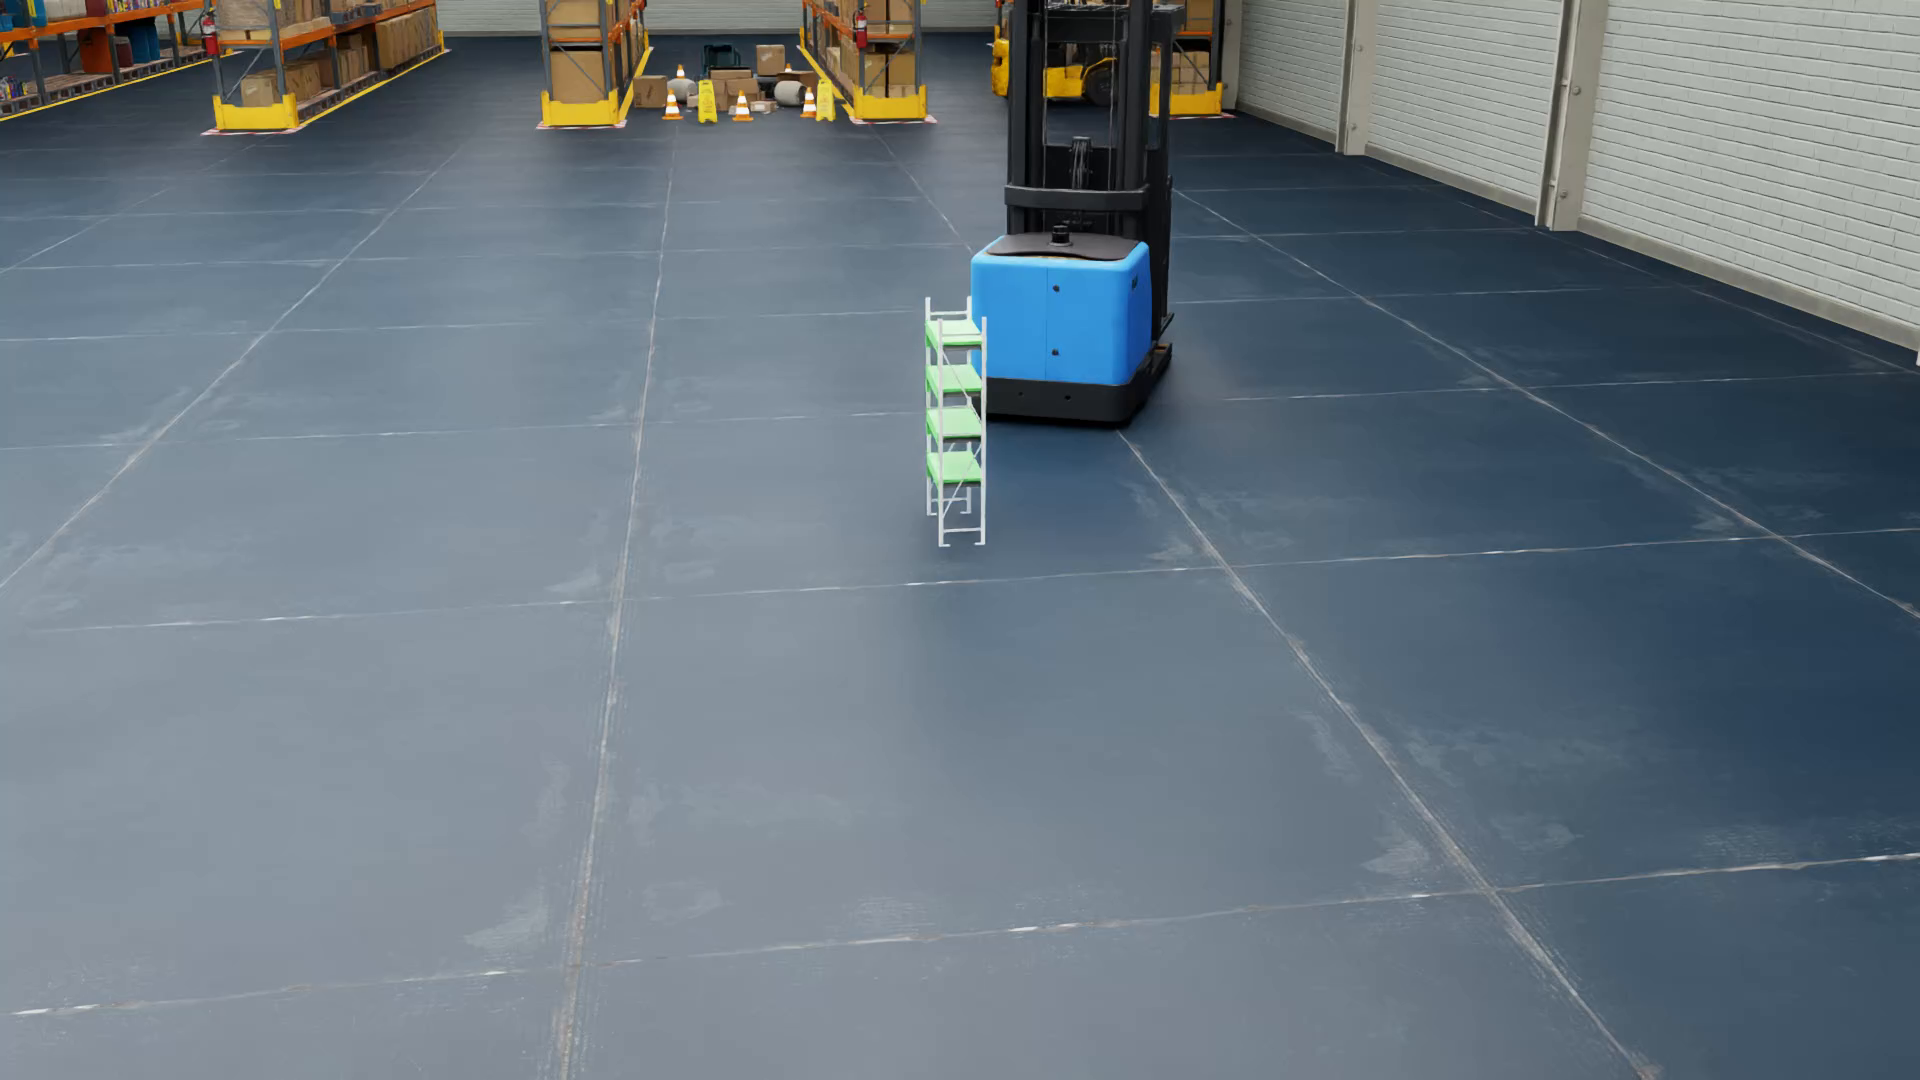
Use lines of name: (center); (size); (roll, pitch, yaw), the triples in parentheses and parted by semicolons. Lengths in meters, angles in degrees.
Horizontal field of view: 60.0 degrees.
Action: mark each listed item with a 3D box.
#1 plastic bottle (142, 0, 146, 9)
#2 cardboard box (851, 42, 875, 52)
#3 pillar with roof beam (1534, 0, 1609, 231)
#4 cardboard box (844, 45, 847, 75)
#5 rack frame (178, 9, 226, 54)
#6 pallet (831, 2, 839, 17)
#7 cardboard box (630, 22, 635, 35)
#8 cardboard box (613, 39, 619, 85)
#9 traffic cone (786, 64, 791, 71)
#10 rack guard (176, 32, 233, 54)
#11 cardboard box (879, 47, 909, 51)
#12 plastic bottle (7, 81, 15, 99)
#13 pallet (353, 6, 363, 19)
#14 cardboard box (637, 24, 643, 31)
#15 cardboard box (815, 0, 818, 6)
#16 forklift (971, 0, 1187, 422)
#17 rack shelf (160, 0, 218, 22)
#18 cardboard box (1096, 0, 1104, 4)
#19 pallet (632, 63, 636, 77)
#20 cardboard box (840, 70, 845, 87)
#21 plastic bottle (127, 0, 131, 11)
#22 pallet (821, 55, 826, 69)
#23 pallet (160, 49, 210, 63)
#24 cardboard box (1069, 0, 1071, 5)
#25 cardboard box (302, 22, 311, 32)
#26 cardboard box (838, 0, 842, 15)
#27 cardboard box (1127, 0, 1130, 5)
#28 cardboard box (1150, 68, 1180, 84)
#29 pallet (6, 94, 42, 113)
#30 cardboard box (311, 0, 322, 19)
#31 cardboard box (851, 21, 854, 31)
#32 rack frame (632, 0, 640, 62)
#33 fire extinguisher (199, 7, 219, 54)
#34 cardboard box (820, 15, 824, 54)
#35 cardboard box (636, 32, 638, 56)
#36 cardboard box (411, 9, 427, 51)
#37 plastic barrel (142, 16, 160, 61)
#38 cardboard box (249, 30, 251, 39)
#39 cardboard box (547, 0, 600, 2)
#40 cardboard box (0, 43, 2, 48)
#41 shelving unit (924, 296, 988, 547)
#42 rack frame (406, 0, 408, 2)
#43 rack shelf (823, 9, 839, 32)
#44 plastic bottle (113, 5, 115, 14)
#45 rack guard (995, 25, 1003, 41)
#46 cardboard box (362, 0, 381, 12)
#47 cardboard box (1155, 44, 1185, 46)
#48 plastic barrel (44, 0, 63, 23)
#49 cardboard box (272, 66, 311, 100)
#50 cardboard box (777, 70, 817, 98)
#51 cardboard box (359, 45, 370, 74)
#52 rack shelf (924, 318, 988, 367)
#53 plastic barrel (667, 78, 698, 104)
plastic bottle: (-17.051, -11.201, 34.597); (0.152, 0.276, 0.135); (-3, 21, -8)
cardboard box: (-1.627, -8.274, 27.913); (0.380, 0.149, 0.250); (-2, 21, -6)
pillar with roof beam: (2.038, -7.299, 15.397); (9.100, 9.000, 0.400); (-3, 21, -8)
cardboard box: (-1.804, -8.564, 29.617); (0.500, 0.500, 0.500); (-2, 21, -6)
rack frame: (-18.149, -13.112, 39.536); (1.000, 3.000, 0.127); (-3, 21, -8)
pallet: (-1.962, -10.319, 32.331); (1.003, 0.211, 1.213); (-3, 21, -8)
cardboard box: (-7.239, -10.963, 35.683); (0.500, 0.250, 0.500); (-4, 21, -10)
cardboard box: (-6.773, -8.776, 30.540); (1.050, 0.750, 0.750); (-3, 21, -8)
traffic cone: (-3.275, -8.877, 31.823); (0.336, 0.463, 0.334); (-3, 21, -8)
rack guard: (-18.165, -11.949, 39.994); (1.175, 0.500, 0.348); (-3, 21, -8)
cardboard box: (-1.125, -8.238, 28.745); (0.500, 0.500, 0.500); (-3, 21, -7)
plastic bottle: (-15.948, -7.562, 27.929); (0.061, 0.283, 0.133); (-2, 21, -4)
pallet: (-11.768, -9.819, 30.993); (1.003, 0.211, 1.213); (-3, 21, -8)
cardboard box: (-7.855, -12.373, 40.182); (0.380, 0.149, 0.250); (-3, 21, -9)
cardboard box: (-2.865, -11.710, 35.996); (0.500, 0.250, 0.500); (-3, 21, -9)
forklift: (0.925, -2.601, 11.492); (1.130, 2.935, 3.031); (5, 21, 14)
rack shelf: (-17.860, -12.083, 37.808); (1.077, 0.370, 4.000); (-3, 21, -8)
cardboard box: (2.876, -10.280, 31.452); (0.500, 0.250, 0.500); (-3, 21, -9)
pallet: (-7.283, -9.772, 34.577); (1.003, 0.211, 1.213); (-3, 21, -8)
cardboard box: (-1.893, -8.398, 30.243); (0.500, 0.250, 0.500); (-4, 21, -10)
plastic bottle: (-16.859, -10.856, 33.662); (0.061, 0.283, 0.133); (-3, 21, -8)
pallet: (-2.499, -10.484, 36.484); (1.003, 0.211, 1.213); (-3, 21, -8)
pallet: (-17.896, -11.097, 38.126); (1.003, 0.211, 1.213); (-3, 21, -8)
cardboard box: (2.513, -10.933, 33.916); (0.500, 0.250, 0.500); (-3, 21, -9)
cardboard box: (-10.994, -8.510, 27.573); (0.380, 0.149, 0.250); (-3, 21, -8)
cardboard box: (-1.924, -9.727, 29.904); (0.500, 0.500, 0.500); (-3, 21, -8)
cardboard box: (3.223, -9.309, 29.210); (0.500, 0.500, 0.500); (-3, 21, -7)
cardboard box: (3.397, -7.869, 28.114); (0.500, 0.250, 0.500); (-3, 21, -8)
pallet: (-16.363, -7.417, 28.272); (1.003, 0.211, 1.213); (-3, 21, -8)
cardboard box: (-11.514, -9.235, 28.586); (0.875, 0.500, 0.500); (-3, 21, -8)
cardboard box: (-1.629, -8.583, 27.768); (0.380, 0.149, 0.250); (-3, 21, -7)
rack frame: (-7.748, -12.192, 37.073); (1.000, 3.000, 0.127); (-3, 21, -8)
fire extinguisher: (-11.381, -7.723, 25.218); (0.296, 0.674, 0.183); (-3, 21, -8)
cardboard box: (-2.696, -11.468, 37.569); (0.875, 0.875, 0.875); (-2, 21, -6)
cardboard box: (-7.392, -10.974, 36.785); (0.500, 0.500, 0.500); (-3, 21, -9)
cardboard box: (-12.817, -11.723, 38.252); (0.875, 0.875, 0.875); (-3, 21, -8)
plastic barrel: (-17.510, -10.752, 35.615); (0.600, 0.901, 0.708); (-3, 21, -8)
cardboard box: (-11.222, -7.879, 25.885); (0.380, 0.149, 0.250); (-3, 21, -8)
cardboard box: (-6.033, -8.744, 26.083); (0.875, 0.550, 0.550); (-3, 21, -8)
cardboard box: (-22.729, -11.723, 38.760); (0.500, 0.500, 0.500); (-3, 21, -8)
shelving unit: (-0.024, -0.619, 8.660); (0.258, 1.200, 0.503); (-3, 21, -8)
rack frame: (-12.671, -11.977, 36.497); (1.000, 3.000, 0.127); (-3, 21, -8)
rack shelf: (-1.999, -10.063, 32.399); (1.077, 0.370, 4.000); (-3, 21, -8)
plastic bottle: (-16.742, -10.491, 32.801); (0.097, 0.201, 0.097); (0, 20, 0)
rack guard: (1.481, -12.916, 42.584); (1.175, 0.500, 0.348); (-3, 21, -8)
cardboard box: (-11.895, -10.821, 33.259); (0.500, 0.500, 0.500); (-2, 21, -6)
cardboard box: (3.691, -8.651, 29.492); (0.500, 0.250, 0.500); (-3, 21, -9)
plastic barrel: (-16.445, -9.617, 29.985); (0.433, 0.535, 0.433); (0, 20, 0)
cardboard box: (-11.242, -7.684, 27.974); (0.500, 0.500, 0.500); (-5, 21, -13)
cardboard box: (-2.903, -8.098, 29.679); (0.500, 0.500, 0.500); (12, 24, 29)
cardboard box: (-11.978, -9.396, 32.531); (0.700, 0.500, 0.500); (-4, 21, -11)
rack shelf: (-0.024, -1.009, 8.514); (0.258, 0.148, 0.480); (-3, 21, -8)
plastic barrel: (-4.913, -7.900, 29.263); (0.512, 0.421, 0.421); (12, 24, 30)
